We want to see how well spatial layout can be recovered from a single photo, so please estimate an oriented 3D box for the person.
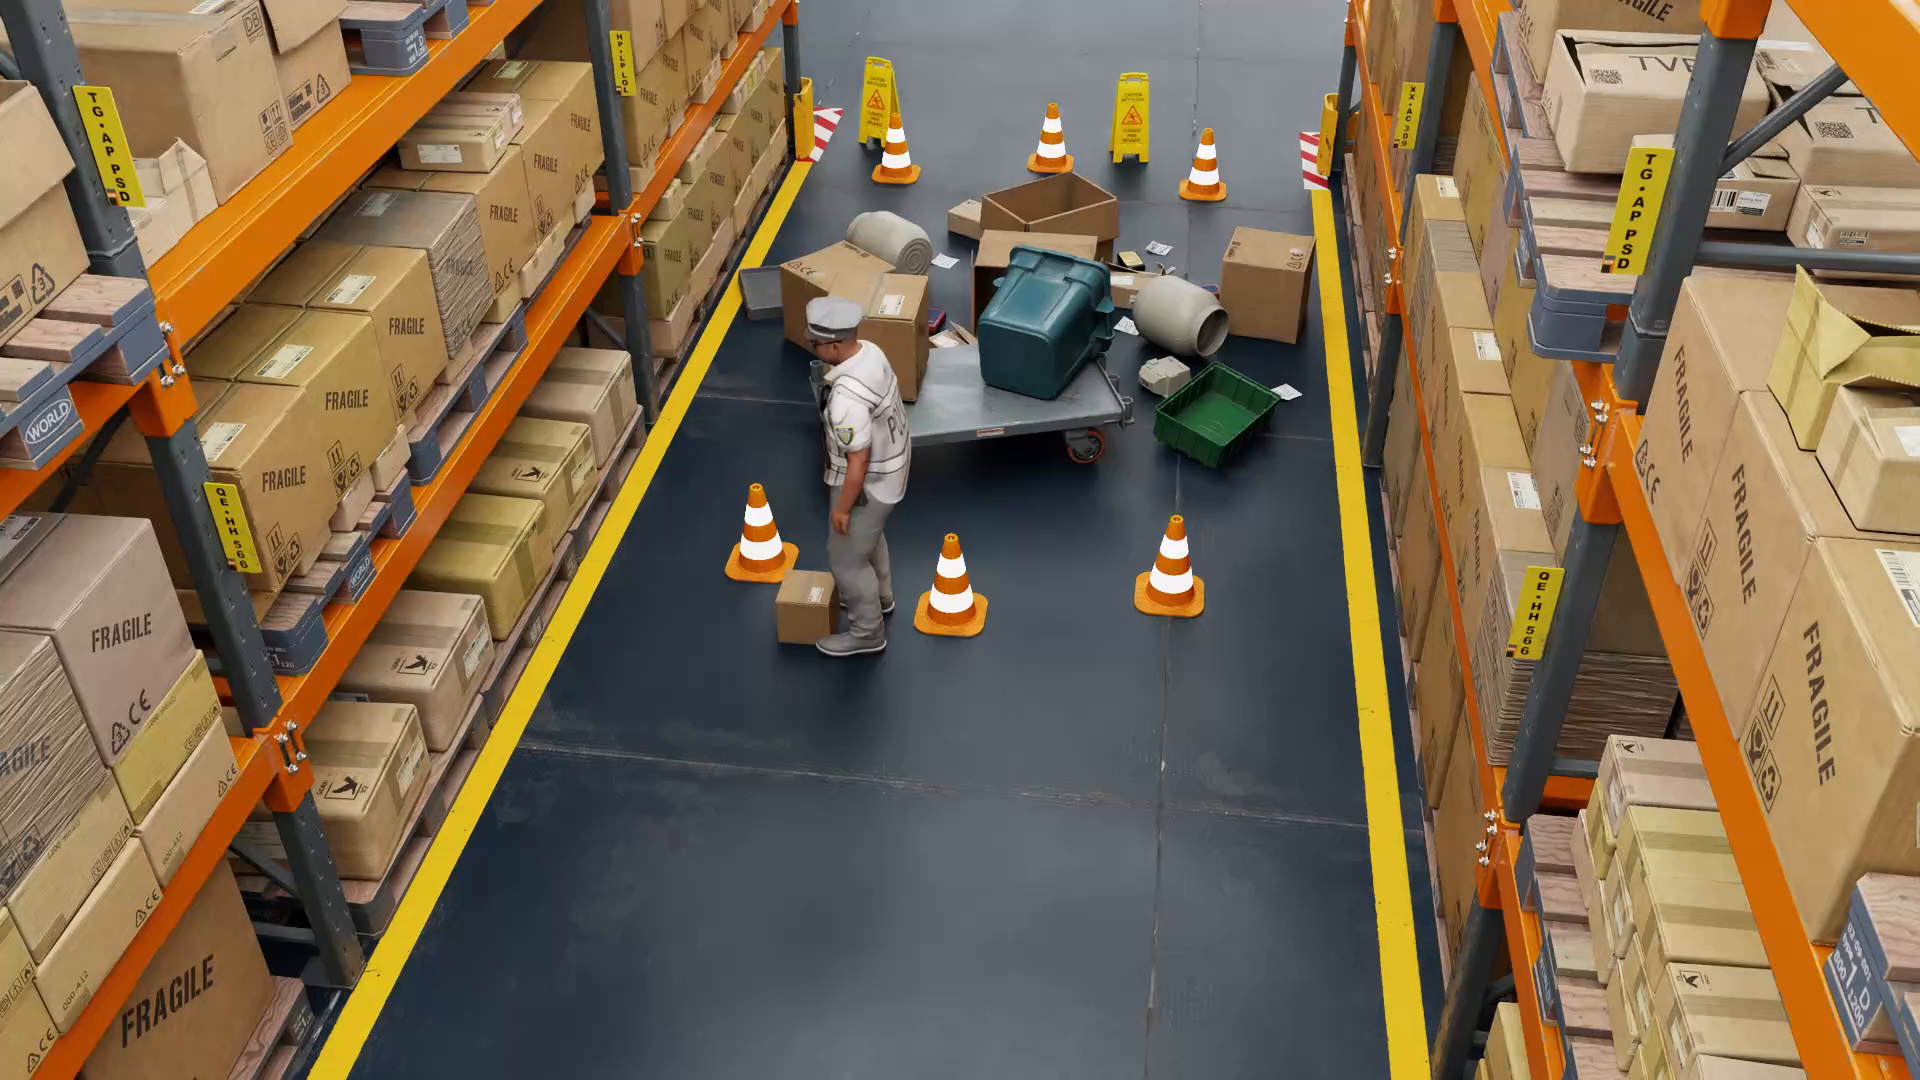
[{"bbox_3d":[-0.441,-0.274,7.413,0.437,1.747,0.583,4,36,5],"label":"person"}]
